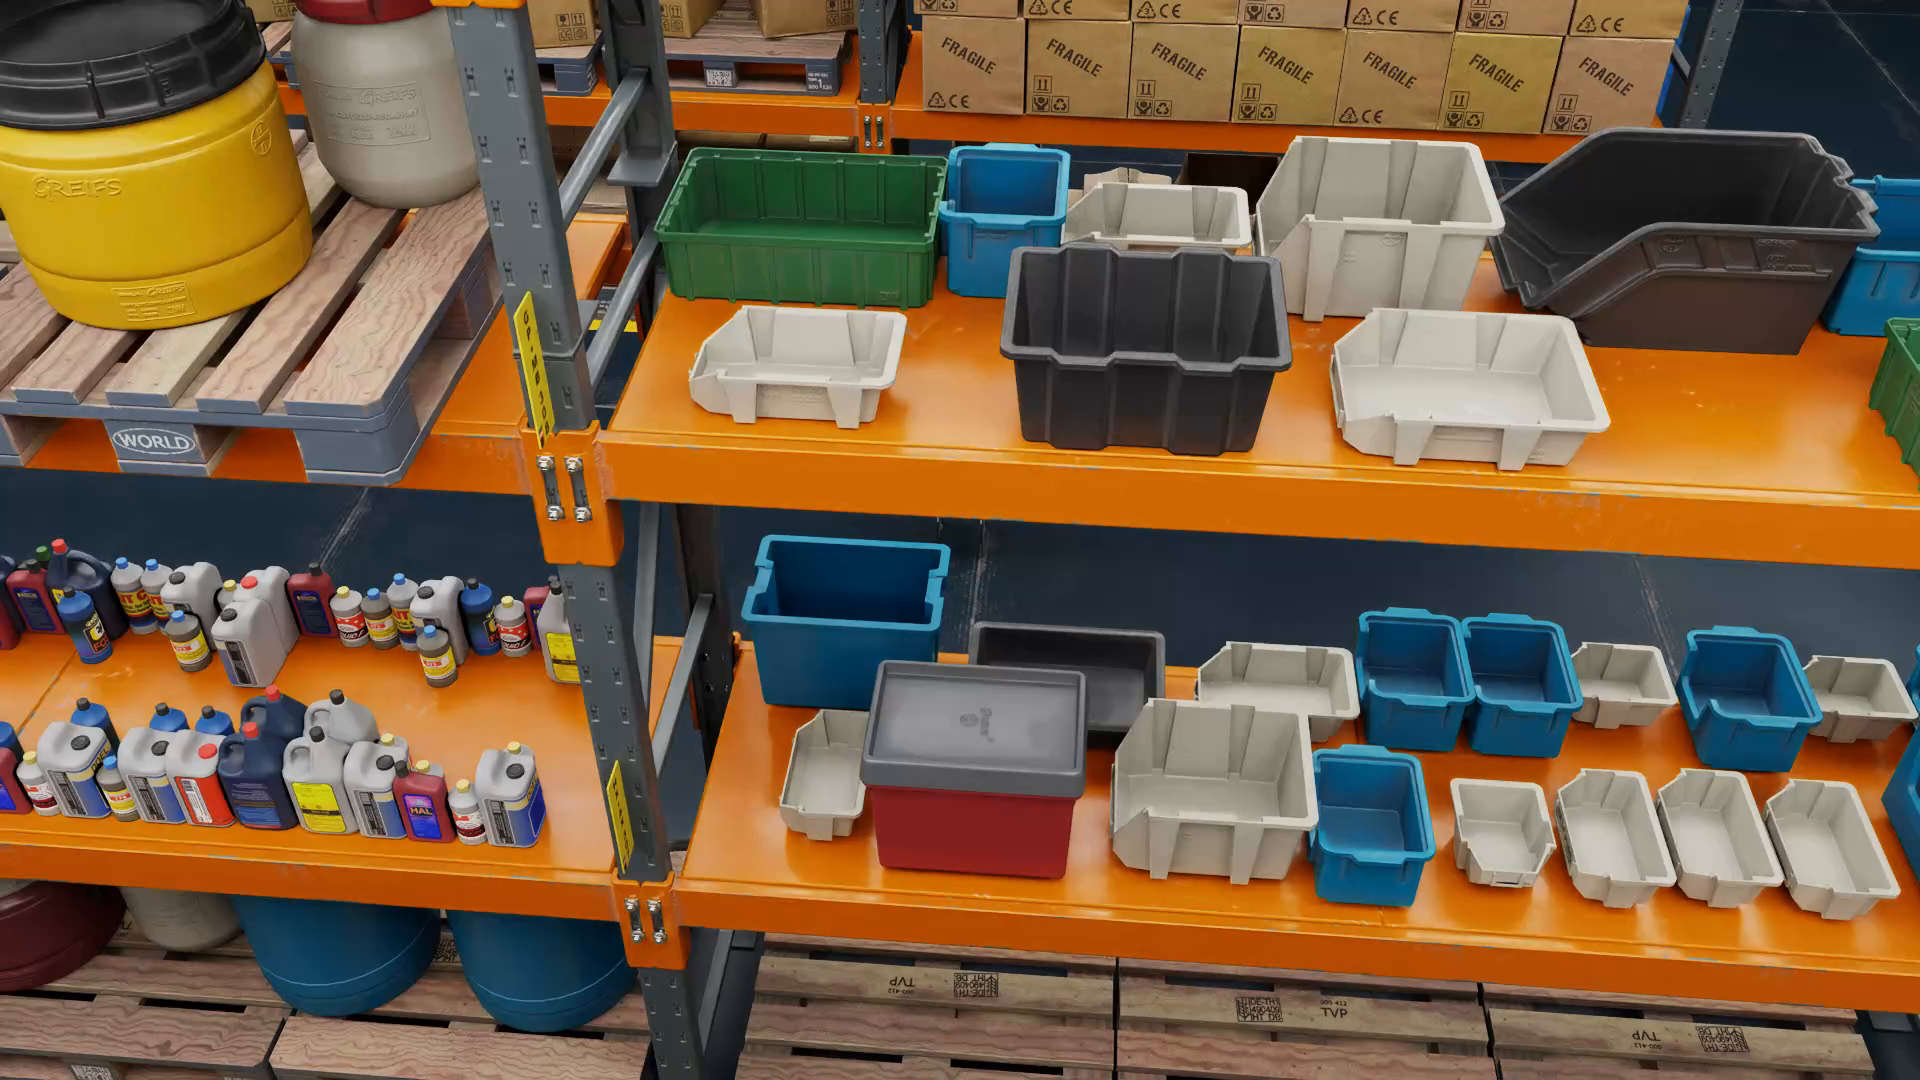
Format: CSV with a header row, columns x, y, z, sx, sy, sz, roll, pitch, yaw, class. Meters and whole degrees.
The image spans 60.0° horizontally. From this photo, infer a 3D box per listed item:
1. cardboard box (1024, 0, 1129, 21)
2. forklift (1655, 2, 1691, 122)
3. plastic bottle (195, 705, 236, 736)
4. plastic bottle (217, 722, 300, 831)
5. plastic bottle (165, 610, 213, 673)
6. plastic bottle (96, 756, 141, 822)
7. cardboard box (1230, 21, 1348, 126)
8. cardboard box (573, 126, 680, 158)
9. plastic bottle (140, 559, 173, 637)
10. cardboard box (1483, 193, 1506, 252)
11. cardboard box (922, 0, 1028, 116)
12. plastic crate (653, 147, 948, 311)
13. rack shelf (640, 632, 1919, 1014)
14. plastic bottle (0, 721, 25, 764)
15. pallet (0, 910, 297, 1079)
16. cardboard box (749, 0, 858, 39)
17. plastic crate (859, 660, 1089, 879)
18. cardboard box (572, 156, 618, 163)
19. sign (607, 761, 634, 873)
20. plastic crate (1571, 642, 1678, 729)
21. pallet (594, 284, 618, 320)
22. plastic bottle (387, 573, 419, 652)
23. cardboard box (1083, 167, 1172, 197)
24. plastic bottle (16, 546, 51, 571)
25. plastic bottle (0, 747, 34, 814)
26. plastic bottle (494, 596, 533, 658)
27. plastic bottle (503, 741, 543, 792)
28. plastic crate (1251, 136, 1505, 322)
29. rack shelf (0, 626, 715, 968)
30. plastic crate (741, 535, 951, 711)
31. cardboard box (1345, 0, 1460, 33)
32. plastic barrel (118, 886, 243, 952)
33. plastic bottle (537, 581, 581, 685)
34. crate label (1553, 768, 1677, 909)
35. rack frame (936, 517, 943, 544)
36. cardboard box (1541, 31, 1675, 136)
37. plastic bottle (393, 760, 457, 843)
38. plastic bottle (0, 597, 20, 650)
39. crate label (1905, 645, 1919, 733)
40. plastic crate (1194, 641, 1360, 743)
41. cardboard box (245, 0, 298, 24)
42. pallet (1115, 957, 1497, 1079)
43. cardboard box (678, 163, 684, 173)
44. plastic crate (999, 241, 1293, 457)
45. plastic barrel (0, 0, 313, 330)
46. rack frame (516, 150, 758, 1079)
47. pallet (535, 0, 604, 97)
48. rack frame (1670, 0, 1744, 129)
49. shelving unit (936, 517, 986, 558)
x,y,z,sx,sy,sz,roll,pitch,yaw,class
0.567,-2.835,7.986,0.500,0.500,0.500,2,39,2,cardboard box
3.005,-3.960,10.294,3.031,2.935,1.130,5,39,7,forklift
-2.118,0.581,4.762,0.097,0.271,0.097,0,39,0,plastic bottle
-1.951,0.641,4.626,0.185,0.351,0.144,3,39,4,plastic bottle
-2.397,0.304,5.157,0.097,0.201,0.097,0,39,0,plastic bottle
-2.362,0.691,4.682,0.097,0.201,0.097,0,39,0,plastic bottle
1.608,-2.398,8.240,0.500,0.500,0.500,3,39,3,cardboard box
-1.849,-2.365,9.317,0.500,0.250,0.500,3,39,4,cardboard box
-2.518,0.174,5.262,0.097,0.271,0.097,0,39,0,plastic bottle
3.030,-1.497,8.845,0.500,0.500,0.500,3,39,4,cardboard box
0.092,-2.479,8.340,0.500,0.500,0.500,4,39,5,cardboard box
-0.375,-0.772,4.114,0.662,0.188,0.450,3,39,4,plastic crate
1.169,0.864,4.883,4.000,0.370,1.077,3,39,4,rack shelf
-2.721,0.606,4.732,0.097,0.271,0.097,0,39,0,plastic bottle
-2.807,1.424,5.833,1.213,0.211,1.003,3,39,4,pallet
-0.845,-3.007,8.657,0.500,0.500,0.700,-9,40,-11,cardboard box
0.045,0.634,4.497,0.583,0.464,0.402,3,39,4,plastic crate
-1.883,-2.074,9.554,0.500,0.500,0.500,4,39,4,cardboard box
-0.873,0.714,4.277,0.005,0.325,0.100,3,39,4,sign
1.956,0.446,4.988,0.298,0.136,0.250,3,39,4,plastic crate
-2.424,-1.643,9.601,1.213,0.211,1.003,3,39,4,pallet
-1.729,0.217,5.209,0.097,0.271,0.097,0,39,0,plastic bottle
0.947,-1.874,9.457,0.500,0.311,0.500,3,39,4,cardboard box
-2.913,0.137,5.299,0.133,0.283,0.061,3,39,4,plastic bottle
-2.710,0.652,4.666,0.133,0.283,0.061,3,39,4,plastic bottle
-1.401,0.263,5.209,0.097,0.201,0.097,0,39,0,plastic bottle
-1.252,0.655,4.726,0.097,0.201,0.097,0,39,0,plastic bottle
0.980,-0.739,3.999,0.530,0.282,0.437,3,39,4,plastic crate
-2.816,0.646,5.150,4.000,0.370,1.077,3,39,4,rack shelf
-0.329,0.270,5.008,0.575,0.384,0.392,3,39,4,plastic crate
2.106,-2.752,7.883,0.500,0.500,0.500,4,39,5,cardboard box
-2.624,1.112,5.646,0.421,0.512,0.421,0,39,0,plastic barrel
-1.186,0.270,5.082,0.185,0.351,0.144,3,39,4,plastic bottle
1.767,0.817,4.531,0.243,0.136,0.396,3,39,4,crate label
-0.093,-0.354,7.472,0.006,0.900,0.240,3,39,4,rack frame
3.123,-2.313,8.137,0.500,0.500,0.500,4,39,5,cardboard box
-1.478,0.719,4.583,0.133,0.283,0.061,3,39,4,plastic bottle
-3.058,0.220,5.196,0.133,0.283,0.061,3,39,4,plastic bottle
2.944,0.515,4.826,0.303,0.233,0.416,3,39,4,crate label
0.938,0.461,4.969,0.466,0.136,0.293,3,39,4,plastic crate
-3.740,-3.095,8.765,0.500,0.500,0.700,-9,40,-11,cardboard box
1.131,1.638,5.571,1.213,0.211,1.003,3,39,4,pallet
-1.400,-1.719,9.118,0.500,0.500,0.500,3,39,4,cardboard box
0.391,-0.397,3.589,0.590,0.269,0.497,3,39,4,plastic crate
-1.750,-0.845,3.555,0.600,0.588,0.600,0,39,0,plastic barrel
-0.823,0.476,4.789,0.127,3.000,1.000,3,39,4,rack frame
-2.439,-2.680,8.818,1.213,0.211,1.003,3,39,4,pallet
3.593,-2.421,8.349,0.127,3.000,1.000,3,39,4,rack frame
0.008,-0.349,7.465,0.210,0.900,0.258,3,39,4,shelving unit
